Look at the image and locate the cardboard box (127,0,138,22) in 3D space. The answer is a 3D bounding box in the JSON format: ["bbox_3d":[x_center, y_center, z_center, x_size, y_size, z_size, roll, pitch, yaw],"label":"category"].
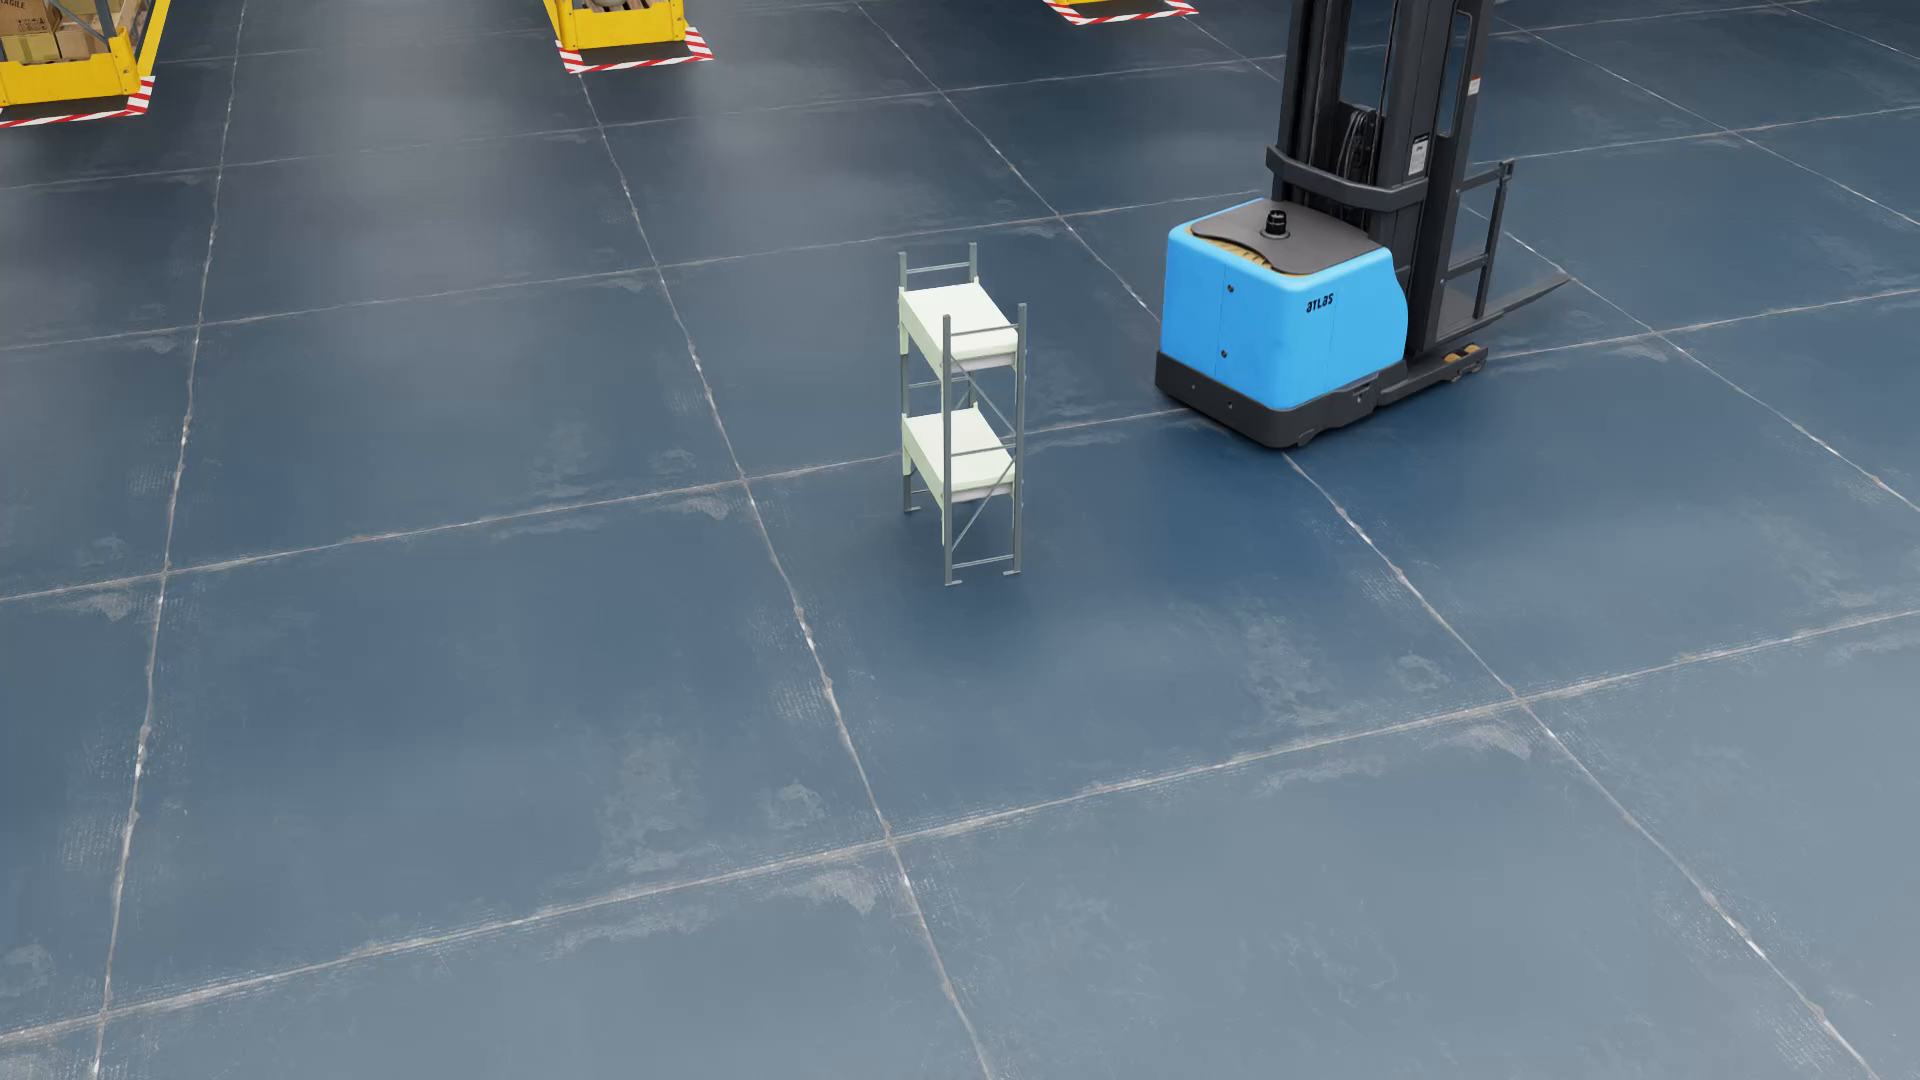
[{"bbox_3d":[-8.157,-5.085,15.838,0.500,0.250,0.500,-10,35,-15],"label":"cardboard box"}]

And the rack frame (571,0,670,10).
[{"bbox_3d":[-3.179,-6.045,15.177,1.000,3.000,0.127,-10,35,-15],"label":"rack frame"}]

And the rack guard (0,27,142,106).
[{"bbox_3d":[-7.890,-4.159,14.590,1.175,0.500,0.348,-10,35,-15],"label":"rack guard"}]

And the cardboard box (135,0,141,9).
[{"bbox_3d":[-8.305,-5.349,16.237,0.500,0.250,0.500,-10,35,-15],"label":"cardboard box"}]

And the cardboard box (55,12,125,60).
[{"bbox_3d":[-7.849,-4.561,15.045,0.500,0.250,0.500,-10,35,-15],"label":"cardboard box"}]

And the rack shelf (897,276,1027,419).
[{"bbox_3d":[0.002,-0.948,8.116,0.431,0.370,0.720,-10,35,-15],"label":"rack shelf"}]

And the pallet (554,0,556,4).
[{"bbox_3d":[-3.858,-5.980,17.609,1.003,0.211,1.213,-10,35,-15],"label":"pallet"}]

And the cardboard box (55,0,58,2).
[{"bbox_3d":[-8.663,-5.309,15.496,0.500,0.500,0.500,-10,35,-15],"label":"cardboard box"}]

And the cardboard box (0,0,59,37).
[{"bbox_3d":[-8.344,-4.786,14.706,0.500,0.500,0.500,-10,35,-15],"label":"cardboard box"}]

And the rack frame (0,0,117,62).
[{"bbox_3d":[-7.897,-5.214,13.920,1.000,3.000,0.127,-10,35,-15],"label":"rack frame"}]

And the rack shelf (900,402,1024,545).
[{"bbox_3d":[0.002,-0.350,8.511,0.431,0.370,0.720,-10,35,-15],"label":"rack shelf"}]

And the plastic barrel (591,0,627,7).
[{"bbox_3d":[-3.452,-5.515,16.251,0.421,0.512,0.421,0,33,0],"label":"plastic barrel"}]

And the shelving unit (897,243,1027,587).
[{"bbox_3d":[0.002,-0.622,8.331,0.431,1.500,0.755,-10,35,-15],"label":"shelving unit"}]

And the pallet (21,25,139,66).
[{"bbox_3d":[-8.170,-4.445,15.285,1.003,0.211,1.213,-10,35,-15],"label":"pallet"}]

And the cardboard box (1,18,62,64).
[{"bbox_3d":[-8.342,-4.474,14.913,0.500,0.250,0.500,-10,35,-15],"label":"cardboard box"}]

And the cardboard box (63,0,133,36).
[{"bbox_3d":[-8.005,-4.823,15.441,0.500,0.250,0.500,-10,35,-15],"label":"cardboard box"}]

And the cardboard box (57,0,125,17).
[{"bbox_3d":[-8.003,-5.136,15.235,0.500,0.500,0.500,-10,35,-15],"label":"cardboard box"}]

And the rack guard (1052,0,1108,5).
[{"bbox_3d":[1.515,-5.875,17.187,1.175,0.500,0.348,-10,35,-15],"label":"rack guard"}]

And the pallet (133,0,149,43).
[{"bbox_3d":[-8.539,-5.085,16.253,1.003,0.211,1.213,-10,35,-15],"label":"pallet"}]

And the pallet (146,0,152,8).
[{"bbox_3d":[-8.914,-5.726,17.224,1.003,0.211,1.213,-10,35,-15],"label":"pallet"}]

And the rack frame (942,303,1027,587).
[{"bbox_3d":[0.114,-0.430,8.040,0.400,1.500,0.023,-10,35,-15],"label":"rack frame"}]

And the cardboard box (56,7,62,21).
[{"bbox_3d":[-8.506,-4.734,15.307,0.500,0.250,0.500,-10,35,-15],"label":"cardboard box"}]

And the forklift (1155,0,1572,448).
[{"bbox_3d":[2.648,-2.404,9.729,3.031,2.935,1.130,-24,40,-31],"label":"forklift"}]

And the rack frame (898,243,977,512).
[{"bbox_3d":[-0.110,-0.814,8.622,0.400,1.500,0.023,-10,35,-15],"label":"rack frame"}]

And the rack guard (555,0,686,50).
[{"bbox_3d":[-3.246,-5.034,15.915,1.175,0.500,0.348,-10,35,-15],"label":"rack guard"}]

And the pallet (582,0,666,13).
[{"bbox_3d":[-3.489,-5.341,16.641,1.003,0.211,1.213,-10,35,-15],"label":"pallet"}]
